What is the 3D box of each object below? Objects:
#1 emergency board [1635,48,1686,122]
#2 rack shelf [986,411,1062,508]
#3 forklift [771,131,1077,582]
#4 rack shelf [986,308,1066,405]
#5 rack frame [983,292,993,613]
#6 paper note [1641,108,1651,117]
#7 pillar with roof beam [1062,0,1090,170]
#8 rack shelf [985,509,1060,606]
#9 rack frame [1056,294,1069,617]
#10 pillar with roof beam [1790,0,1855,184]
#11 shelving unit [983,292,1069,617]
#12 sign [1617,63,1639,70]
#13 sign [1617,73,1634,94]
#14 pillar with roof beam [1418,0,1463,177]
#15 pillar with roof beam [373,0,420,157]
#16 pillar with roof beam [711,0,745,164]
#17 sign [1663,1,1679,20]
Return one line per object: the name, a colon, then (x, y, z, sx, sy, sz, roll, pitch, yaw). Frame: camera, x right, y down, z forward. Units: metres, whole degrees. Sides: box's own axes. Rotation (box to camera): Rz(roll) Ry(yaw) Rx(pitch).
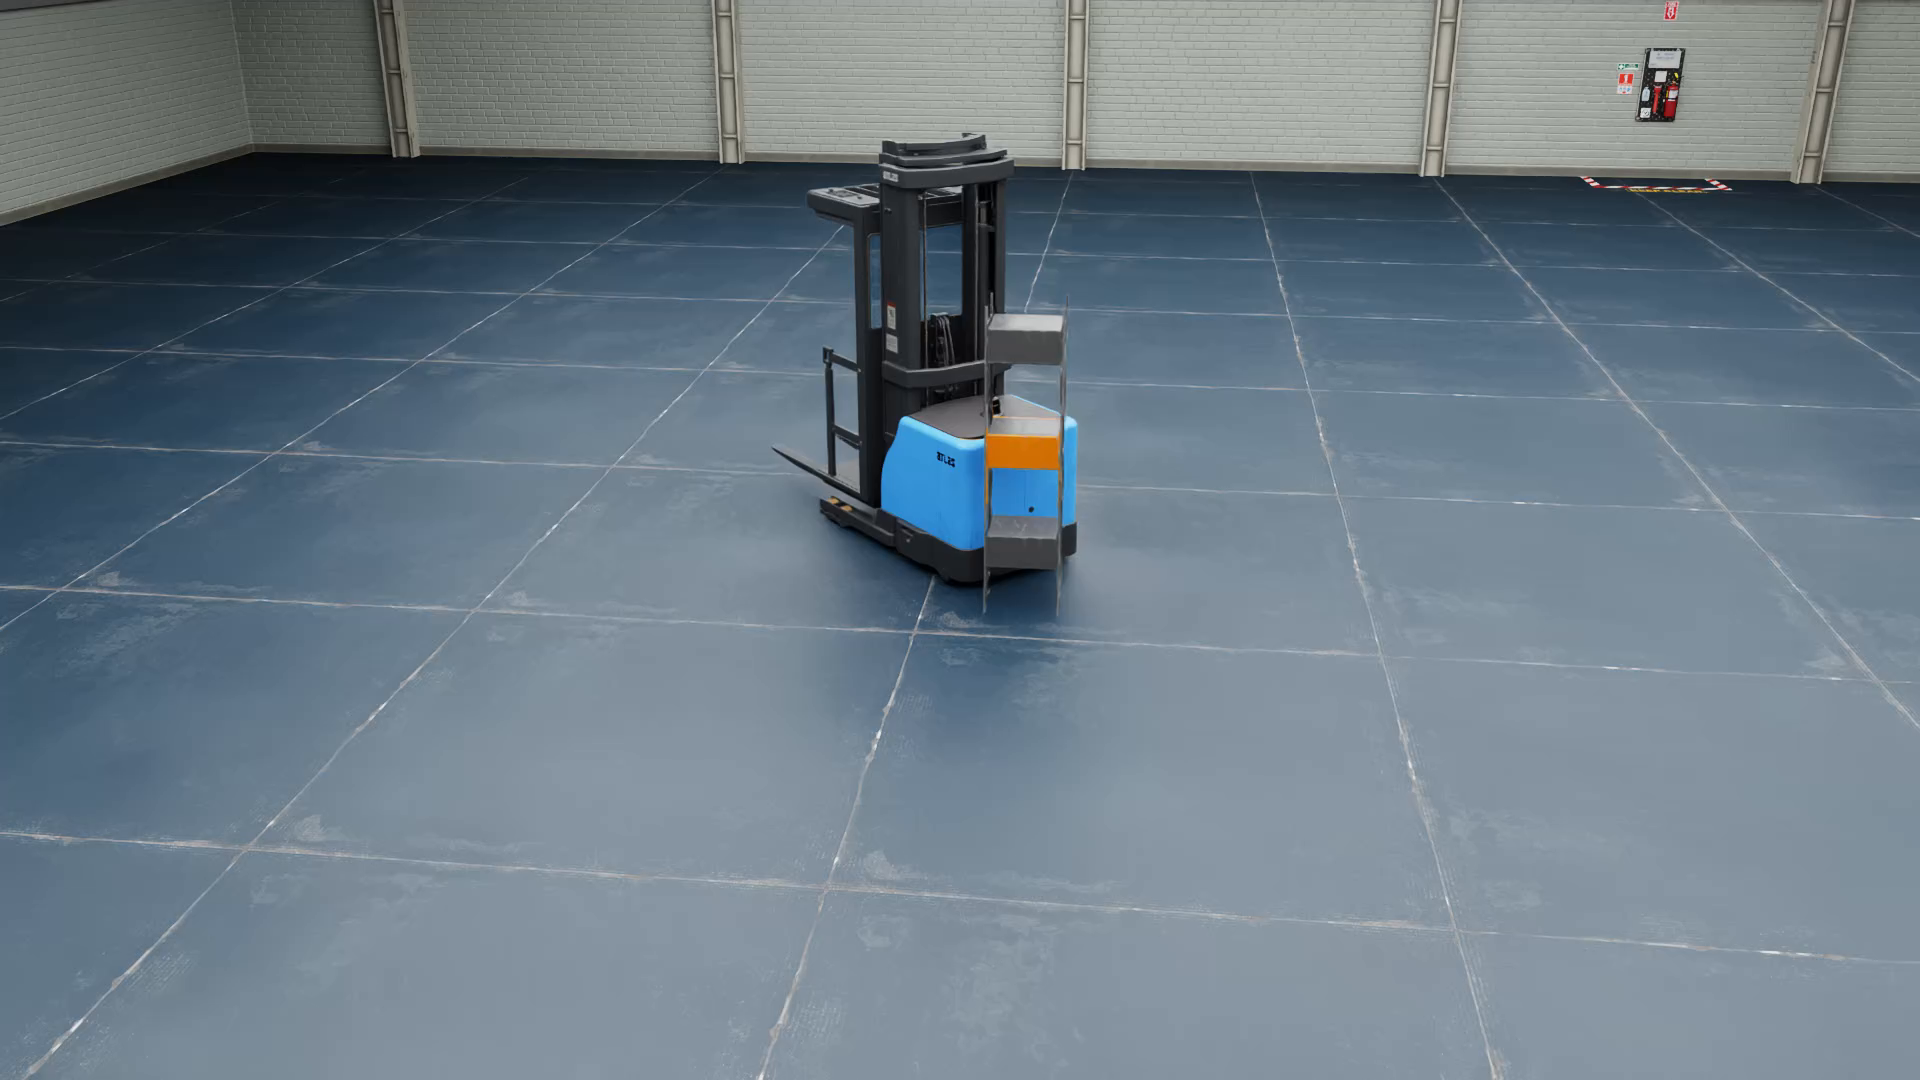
emergency board: (11.425, -7.393, 27.059, 0.643, 1.169, 0.194, 2, 22, 6)
rack shelf: (0.430, -0.534, 10.972, 0.480, 0.518, 0.431, 2, 22, 6)
forklift: (-0.421, -1.552, 12.378, 1.130, 2.935, 3.031, -15, 26, -33)
rack shelf: (0.430, -1.185, 10.715, 0.480, 0.518, 0.431, 2, 22, 6)
rack frame: (0.187, -0.557, 10.992, 0.015, 2.100, 0.400, 2, 22, 6)
paper note: (11.257, -7.016, 27.304, 0.142, 0.148, 0.016, 2, 22, 6)
pillar with roof beam: (1.451, -9.009, 22.988, 0.400, 9.000, 9.100, 2, 22, 6)
rack shelf: (0.430, 0.117, 11.229, 0.480, 0.518, 0.431, 2, 22, 6)
rack frame: (0.672, -0.537, 10.942, 0.015, 2.100, 0.400, 2, 22, 6)
pillar with roof beam: (13.368, -8.490, 21.674, 0.400, 9.000, 9.100, 2, 22, 6)
shelving unit: (0.430, -0.547, 10.967, 0.503, 2.100, 0.431, 2, 22, 6)
sign: (10.892, -7.714, 27.102, 0.331, 0.109, 0.001, 2, 22, 6)
sign: (10.888, -7.471, 27.208, 0.234, 0.329, 0.001, 2, 22, 6)
pillar with roof beam: (7.410, -8.749, 22.331, 0.400, 9.000, 9.100, 2, 22, 6)
pillar with roof beam: (-10.465, -9.528, 24.301, 0.400, 9.000, 9.100, 2, 22, 6)
pillar with roof beam: (-4.507, -9.269, 23.644, 0.400, 9.000, 9.100, 2, 22, 6)
sign: (11.429, -8.507, 26.725, 0.199, 0.298, 0.001, 2, 22, 6)
